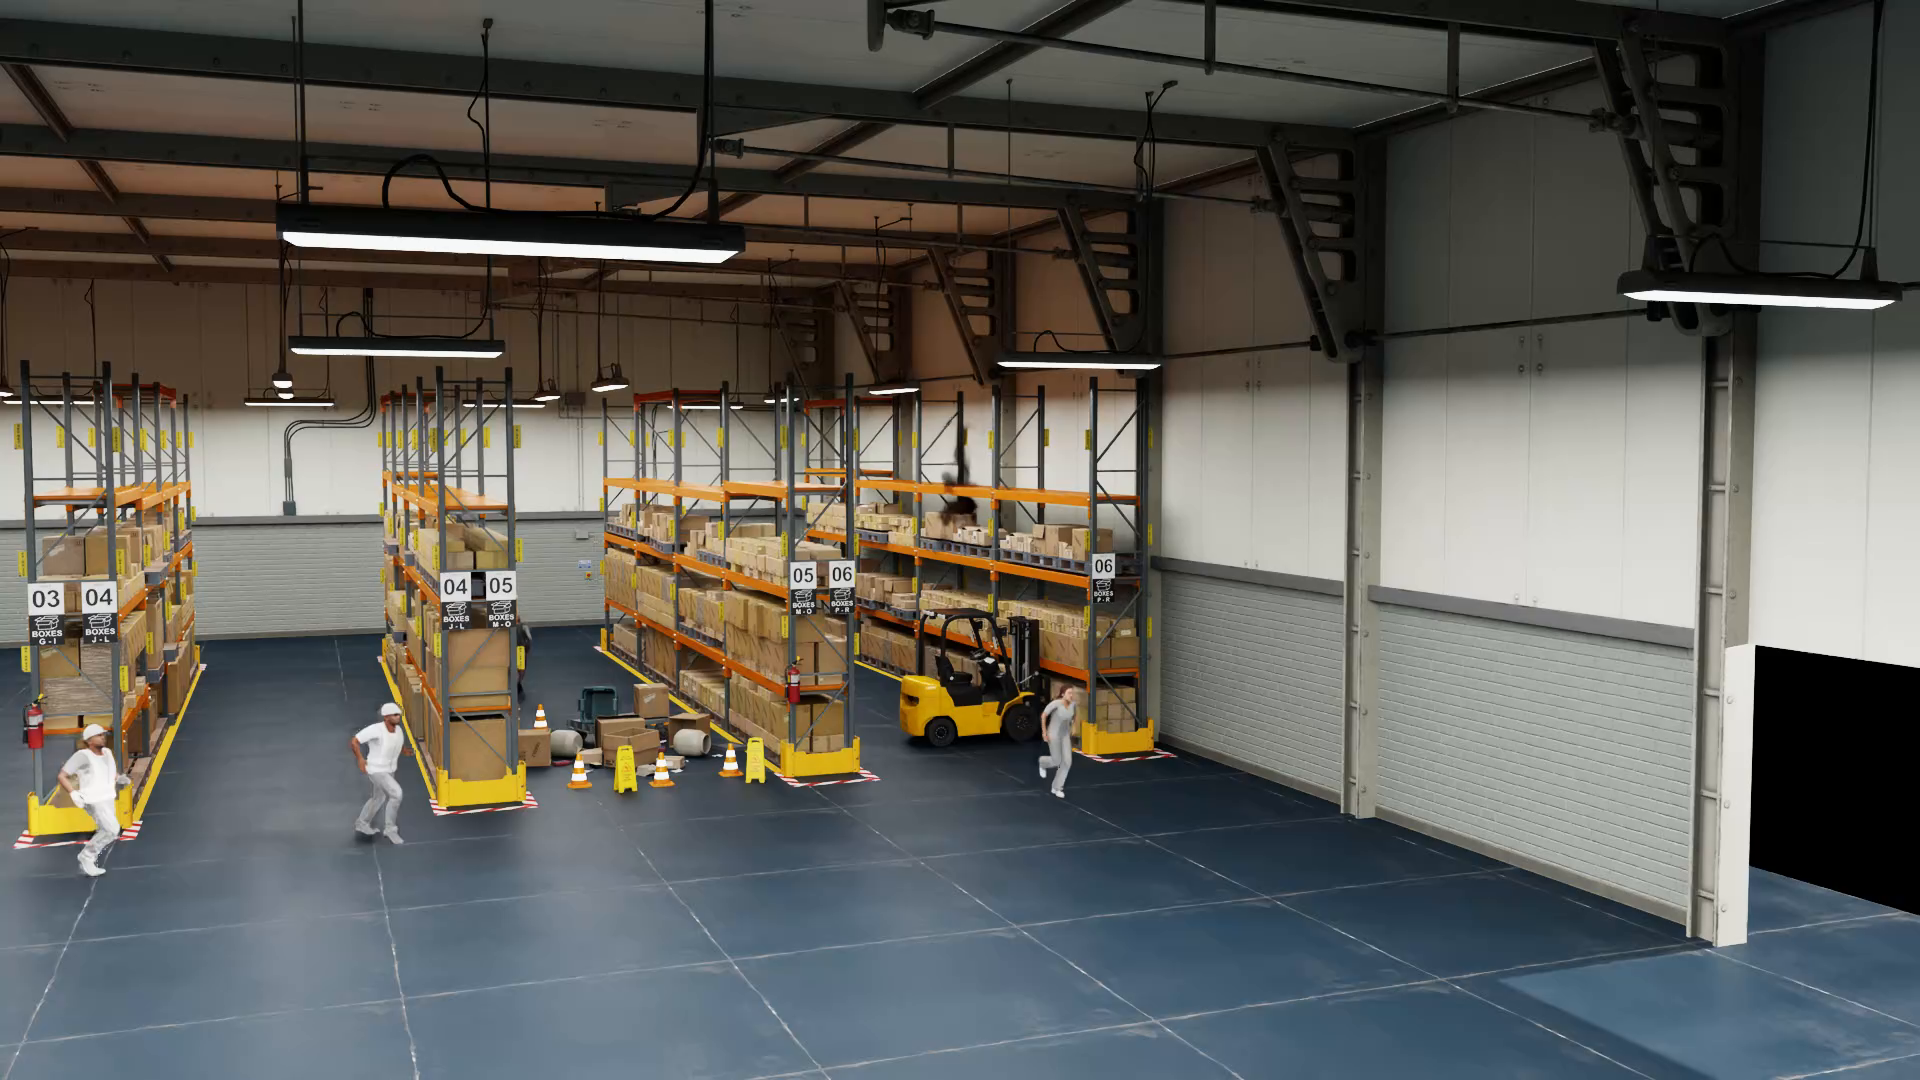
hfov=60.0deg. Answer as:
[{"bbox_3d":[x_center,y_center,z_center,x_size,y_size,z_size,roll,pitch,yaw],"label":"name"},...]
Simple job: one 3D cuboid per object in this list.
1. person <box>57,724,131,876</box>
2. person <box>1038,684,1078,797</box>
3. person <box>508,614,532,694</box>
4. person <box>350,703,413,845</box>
[{"bbox_3d":[-9.797,2.970,18.974,0.635,1.740,0.673,0,3,5],"label":"person"},{"bbox_3d":[1.368,2.808,23.583,0.559,1.613,0.786,-2,4,-34],"label":"person"},{"bbox_3d":[-8.739,2.273,32.653,0.670,1.572,0.959,-1,4,-14],"label":"person"},{"bbox_3d":[-7.227,2.900,20.716,0.831,1.770,0.727,1,4,18],"label":"person"}]
